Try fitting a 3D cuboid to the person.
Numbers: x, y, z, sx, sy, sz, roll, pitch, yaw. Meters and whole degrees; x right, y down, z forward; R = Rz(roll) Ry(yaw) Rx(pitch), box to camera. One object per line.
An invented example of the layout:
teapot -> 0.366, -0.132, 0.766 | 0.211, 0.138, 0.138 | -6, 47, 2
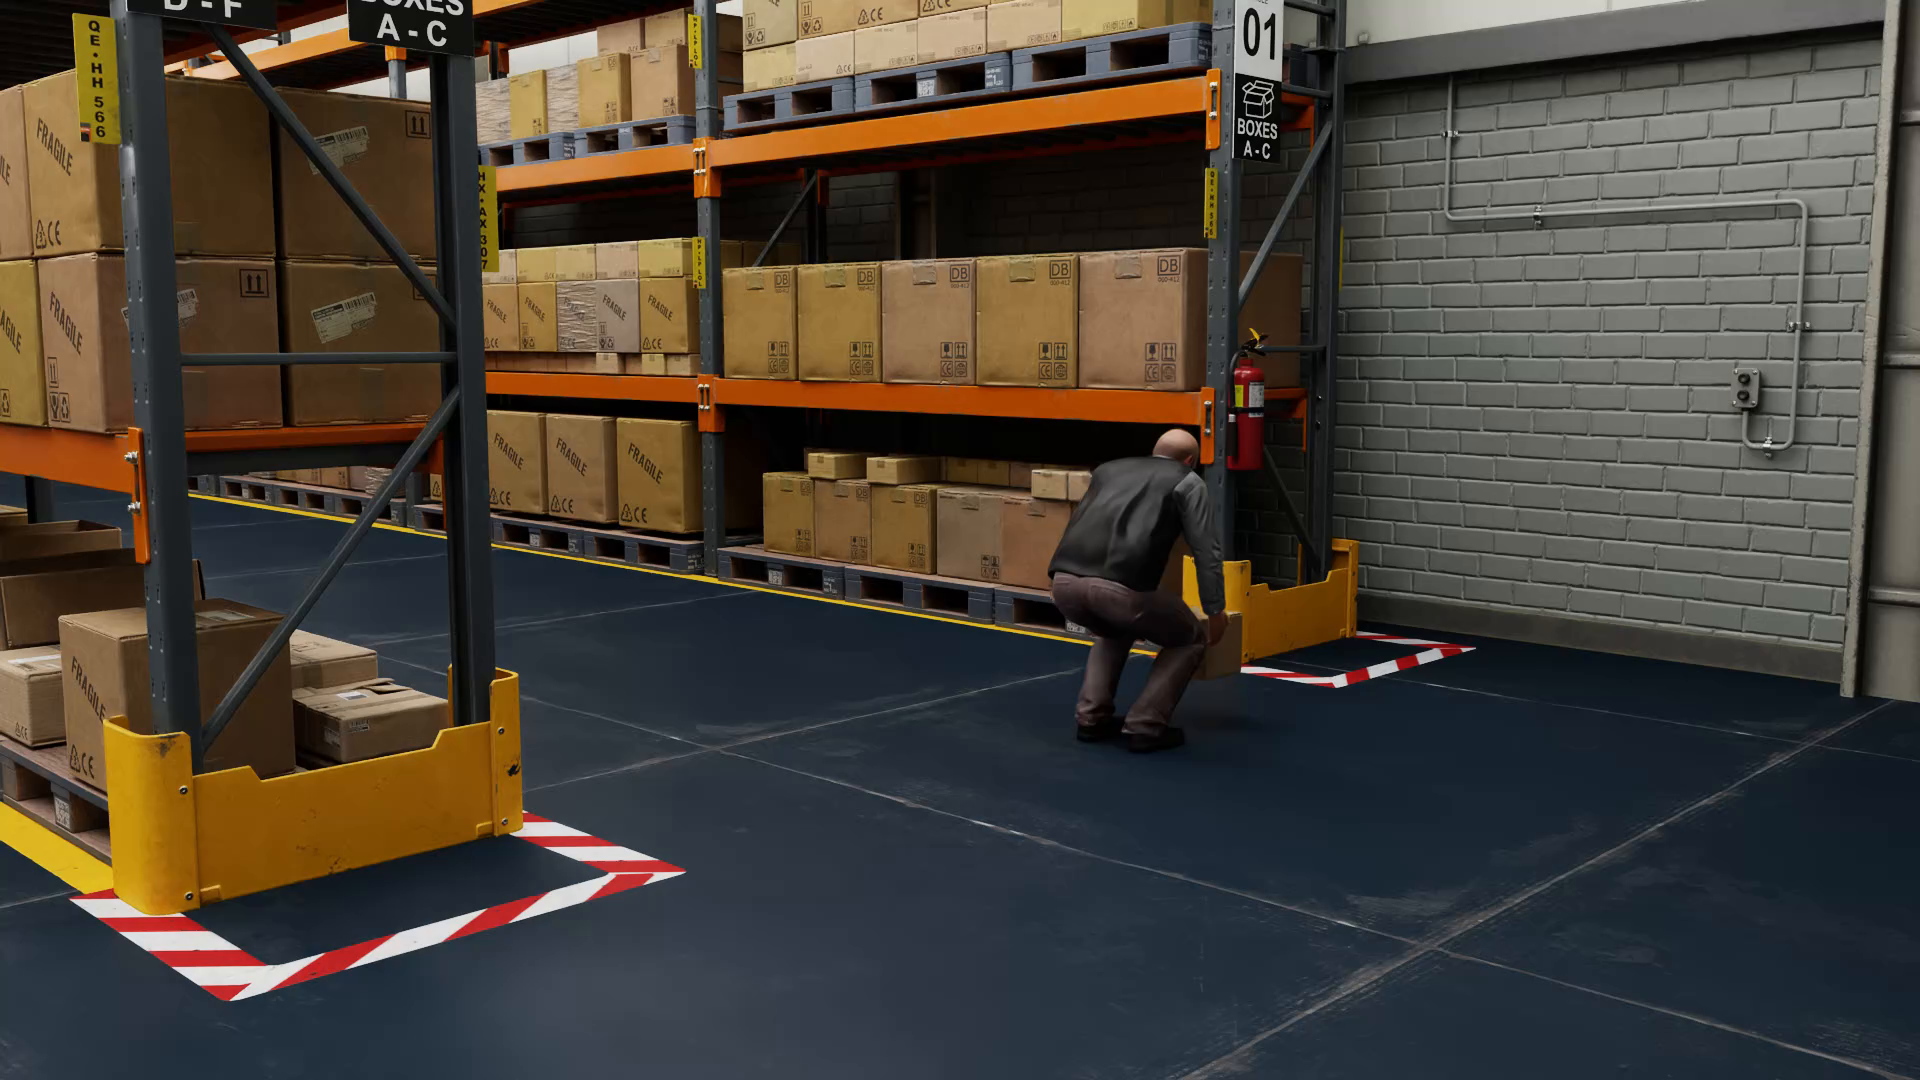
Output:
person -> 0.677, 0.180, 6.524 | 0.579, 1.205, 0.798 | 7, 10, 43
